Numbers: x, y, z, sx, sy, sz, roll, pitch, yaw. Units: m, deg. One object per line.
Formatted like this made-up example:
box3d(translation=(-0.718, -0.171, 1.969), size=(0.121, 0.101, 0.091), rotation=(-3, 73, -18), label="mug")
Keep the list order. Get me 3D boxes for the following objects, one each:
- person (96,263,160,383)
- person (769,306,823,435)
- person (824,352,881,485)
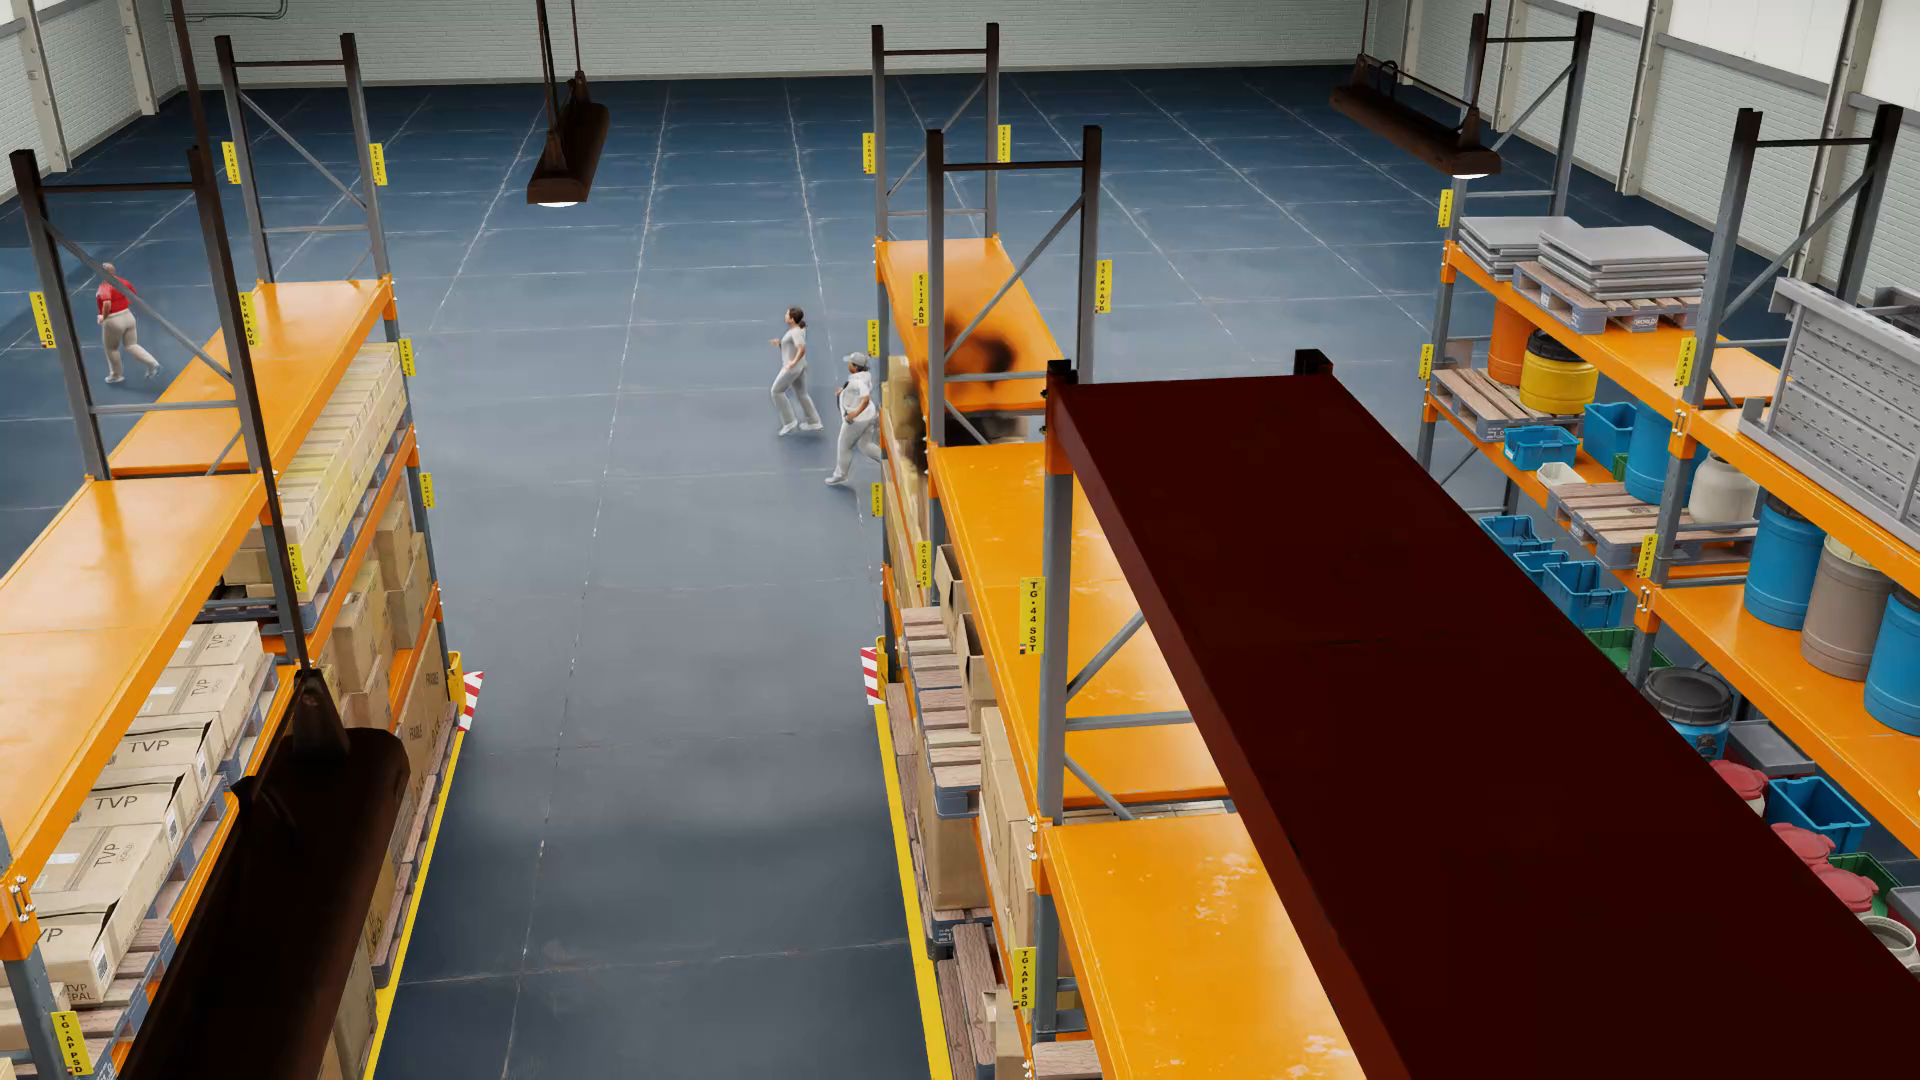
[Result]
box3d(translation=(-11.451, -2.932, 22.661), size=(0.954, 1.721, 0.664), rotation=(11, 27, 21), label="person")
box3d(translation=(-2.099, -2.134, 21.050), size=(0.691, 1.705, 0.544), rotation=(7, 26, 15), label="person")
box3d(translation=(-1.172, -1.402, 19.502), size=(0.921, 1.667, 0.609), rotation=(8, 27, 17), label="person")
